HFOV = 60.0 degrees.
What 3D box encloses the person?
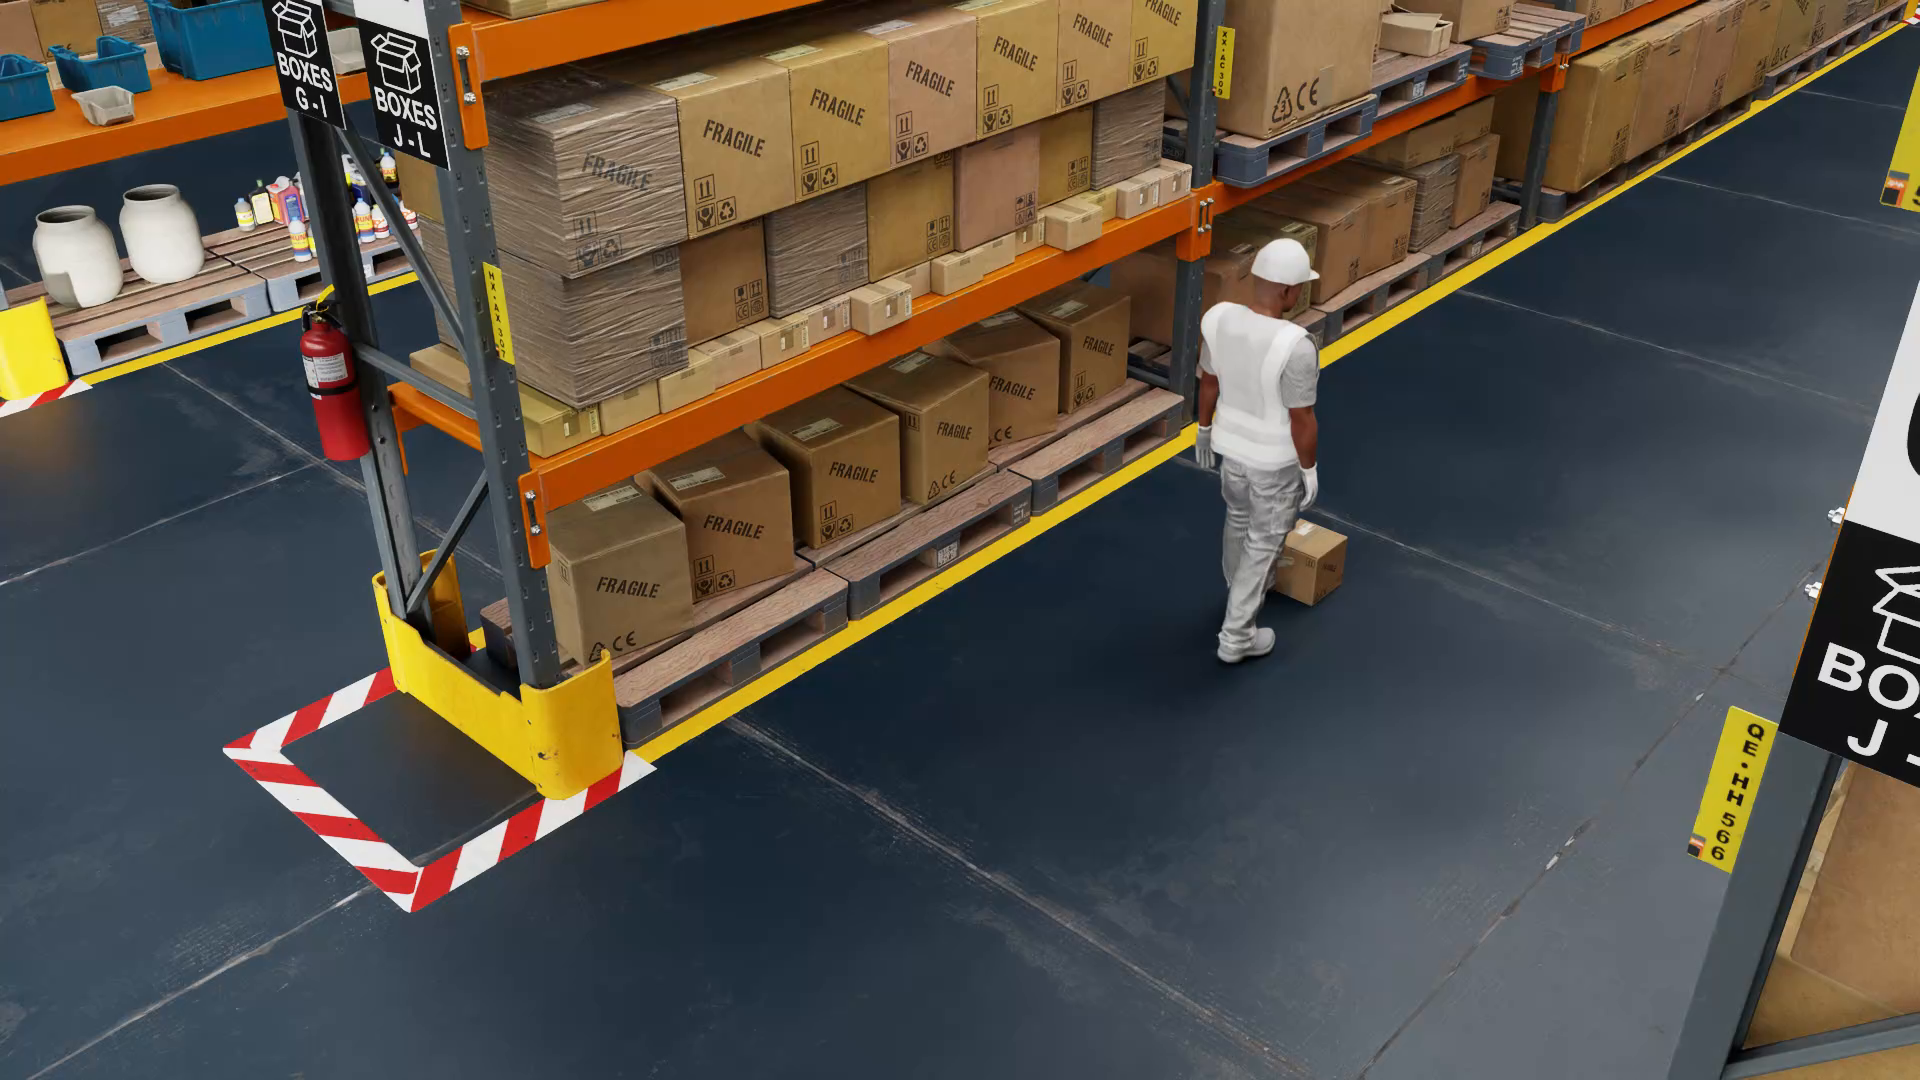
[{"bbox_3d":[1.279,-0.391,6.761,0.691,1.778,0.586,-24,39,-34],"label":"person"}]
